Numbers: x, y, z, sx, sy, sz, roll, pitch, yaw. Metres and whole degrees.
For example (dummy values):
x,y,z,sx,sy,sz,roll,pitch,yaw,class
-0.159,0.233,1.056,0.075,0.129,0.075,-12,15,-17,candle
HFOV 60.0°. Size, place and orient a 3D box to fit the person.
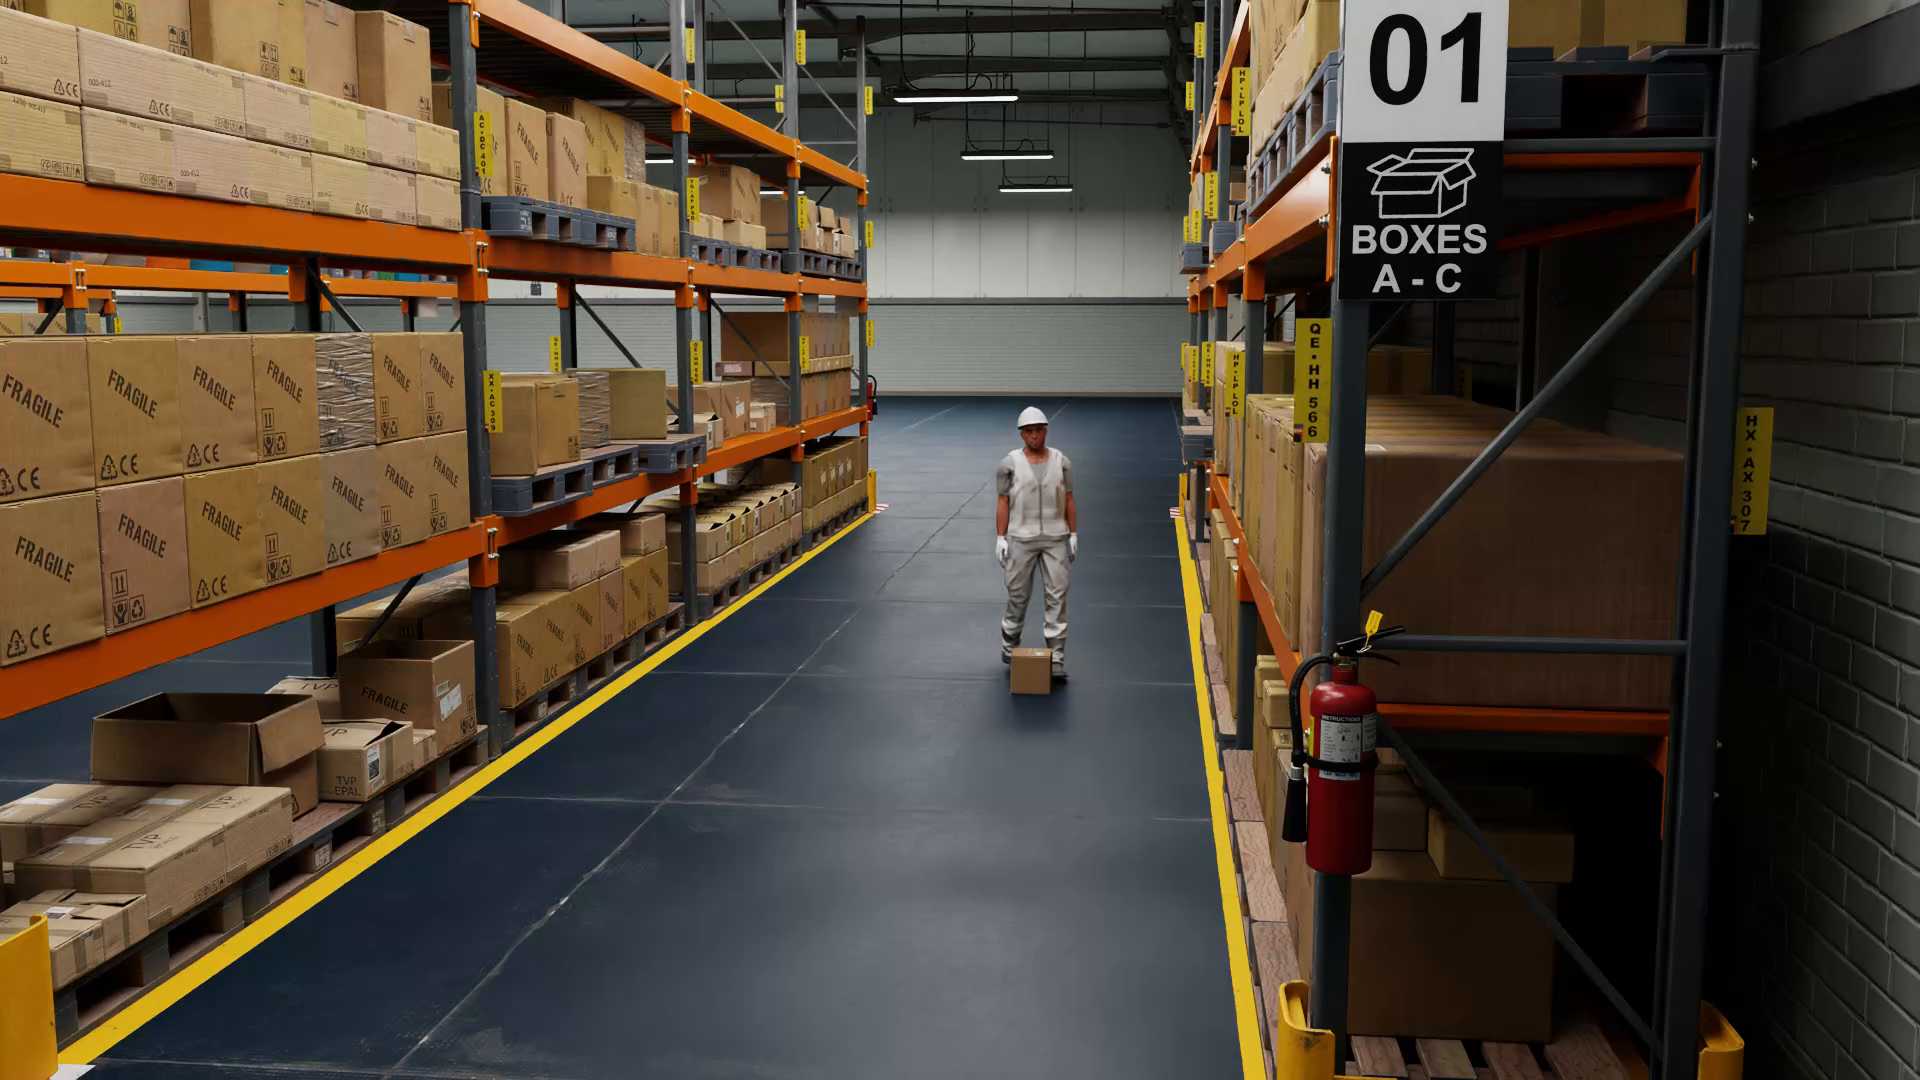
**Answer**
x,y,z,sx,sy,sz,roll,pitch,yaw,class
0.521,0.015,11.039,0.558,1.793,0.619,-1,8,-7,person
